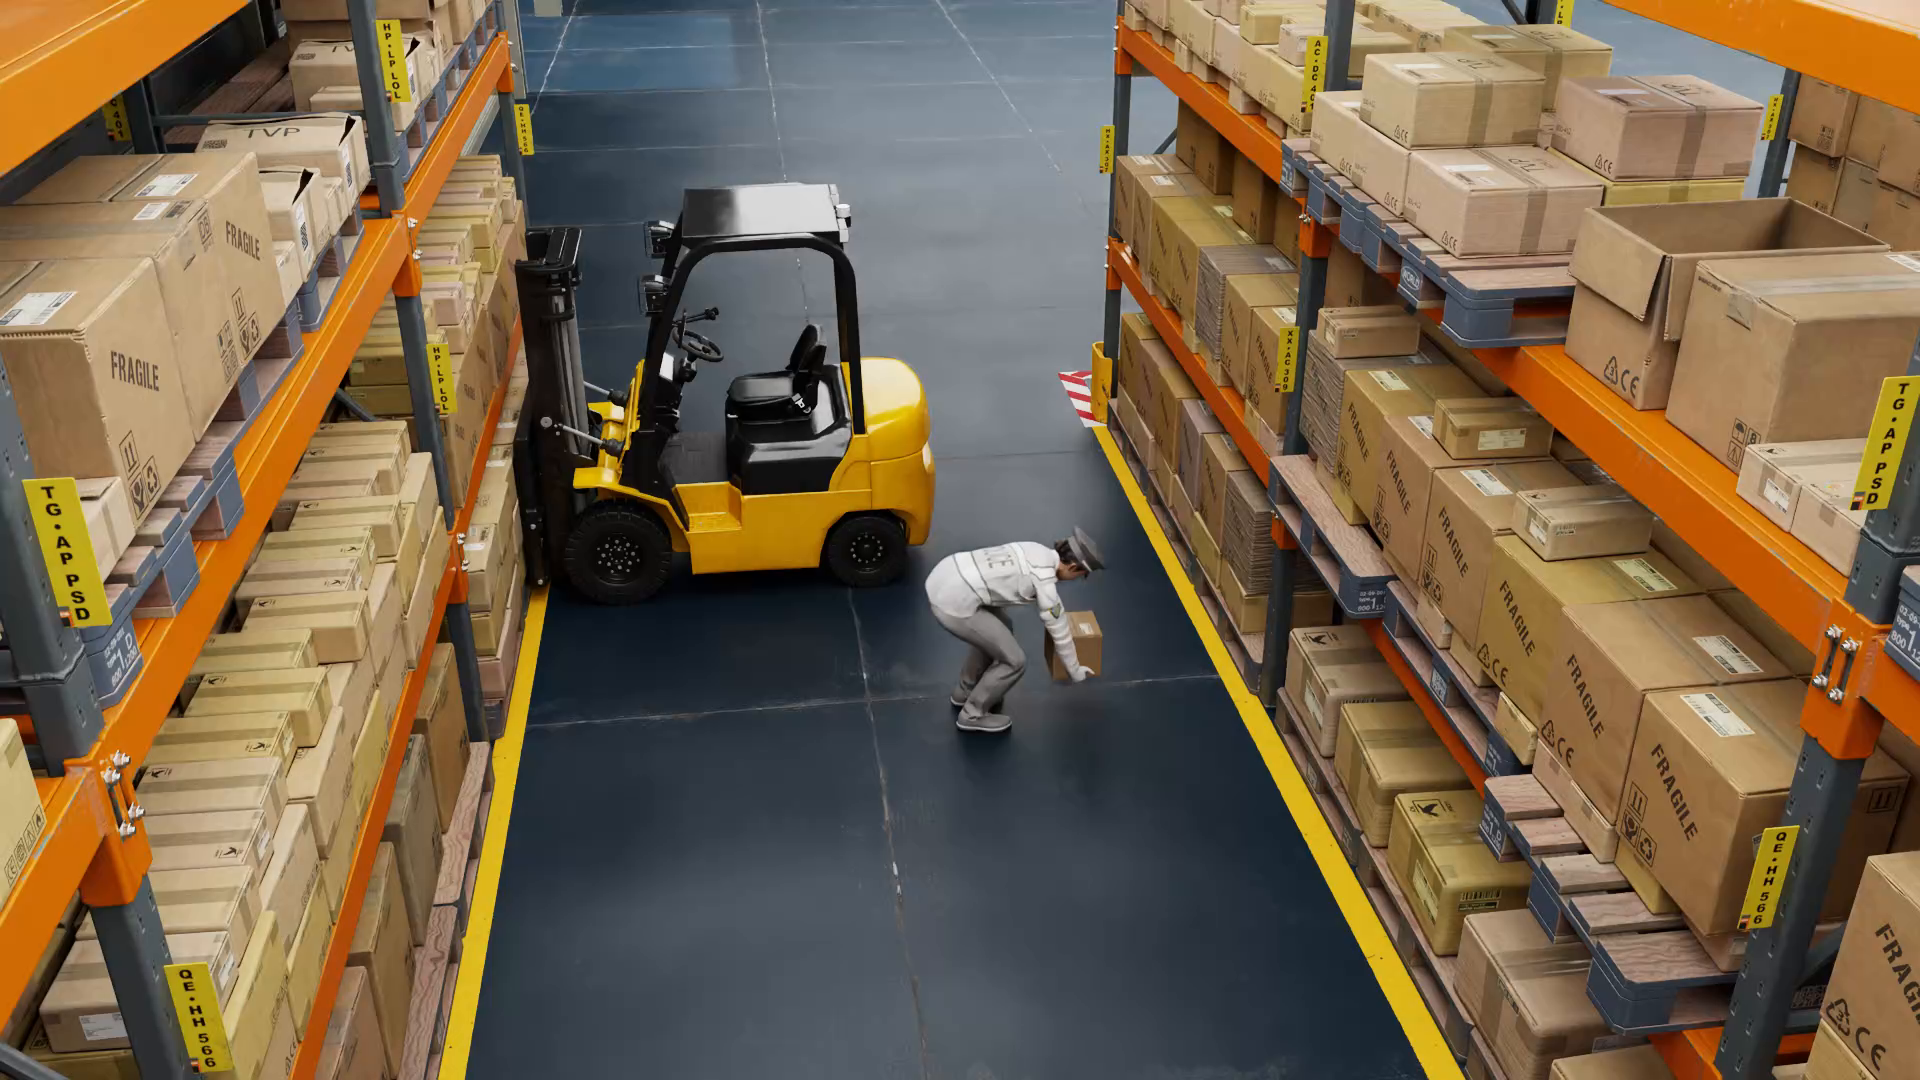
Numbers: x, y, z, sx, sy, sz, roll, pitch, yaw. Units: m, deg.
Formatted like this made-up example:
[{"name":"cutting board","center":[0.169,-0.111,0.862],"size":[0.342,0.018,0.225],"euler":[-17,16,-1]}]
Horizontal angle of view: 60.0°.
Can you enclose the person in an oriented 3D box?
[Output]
[{"name":"person","center":[0.288,0.440,8.460],"size":[0.922,1.030,0.460],"euler":[-5,28,-10]}]
